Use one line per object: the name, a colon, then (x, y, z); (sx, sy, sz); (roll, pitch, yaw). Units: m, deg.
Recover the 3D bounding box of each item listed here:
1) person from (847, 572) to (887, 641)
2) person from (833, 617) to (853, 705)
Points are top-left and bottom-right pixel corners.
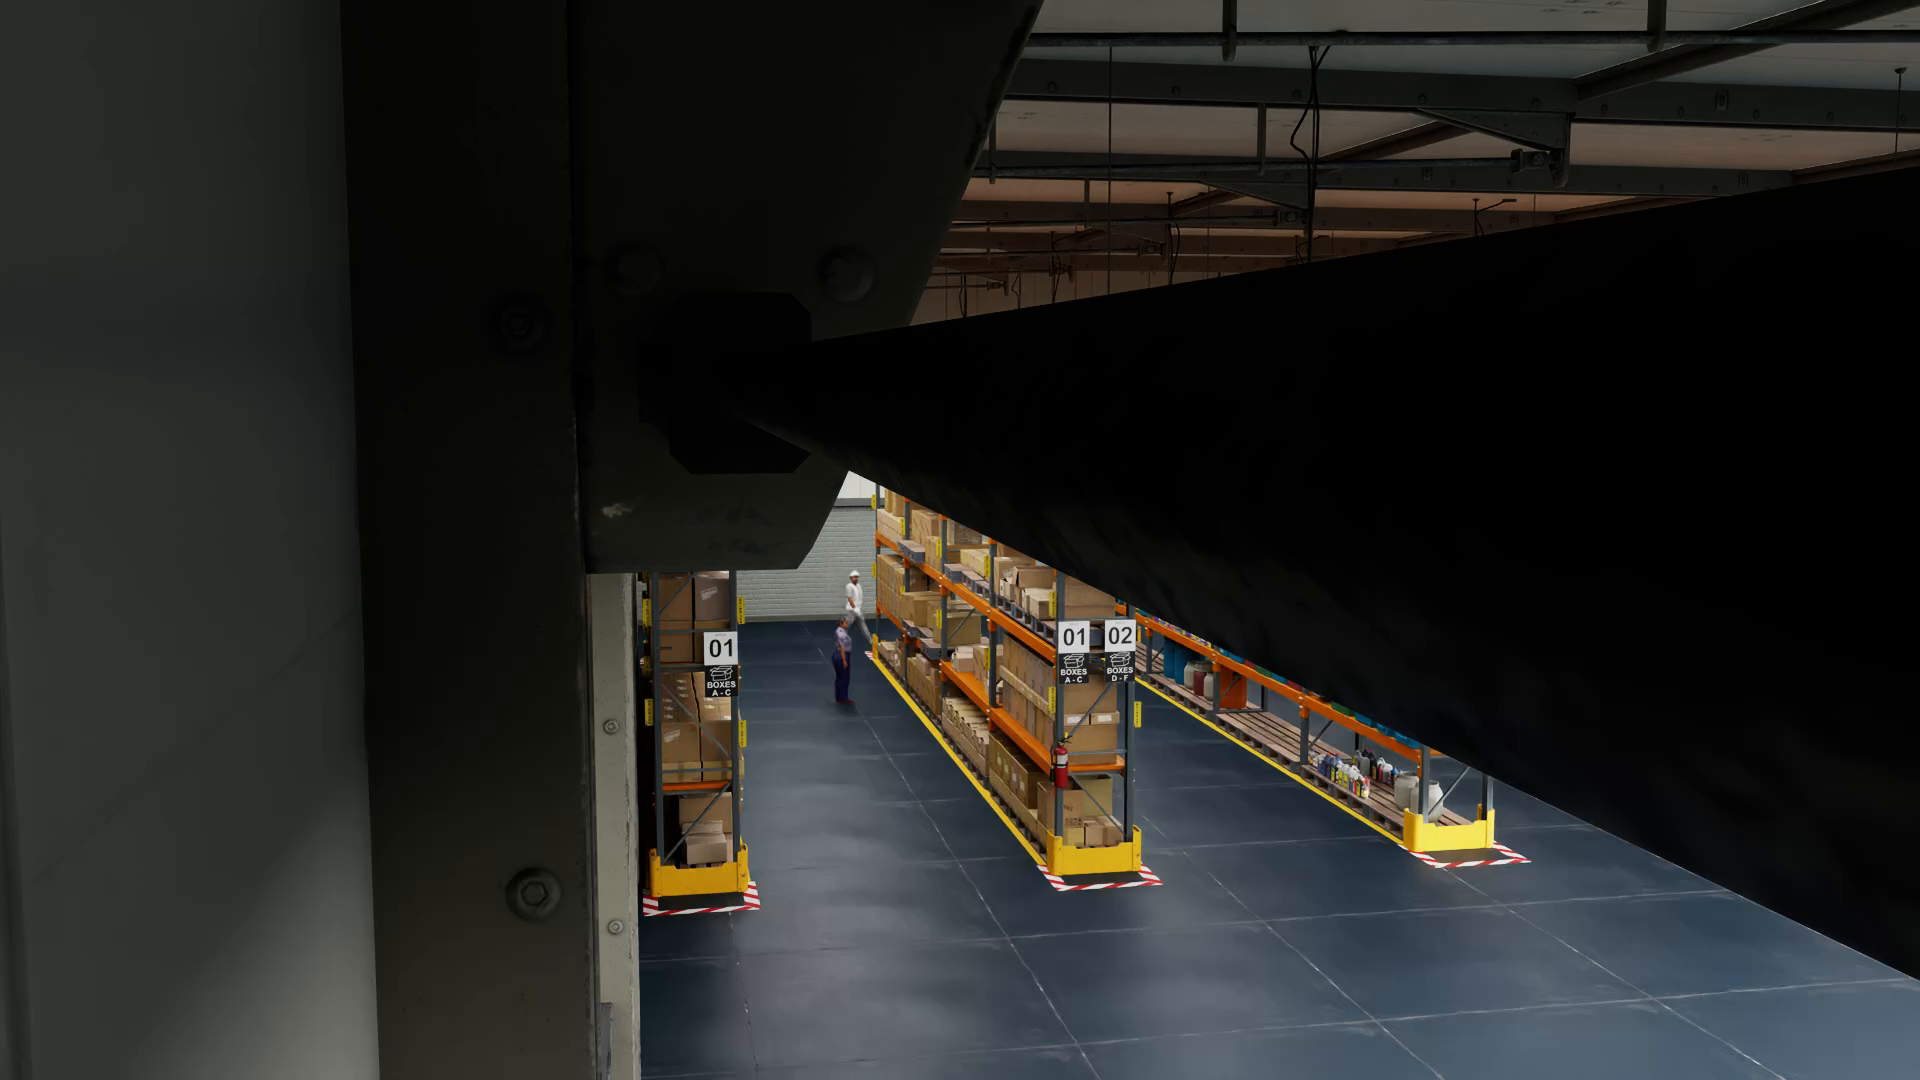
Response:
person: (-2.218, 1.574, 37.859); (1.136, 1.710, 0.707); (0, 6, 1)
person: (-2.211, 2.271, 31.470); (0.381, 1.647, 0.578); (0, 6, -1)
